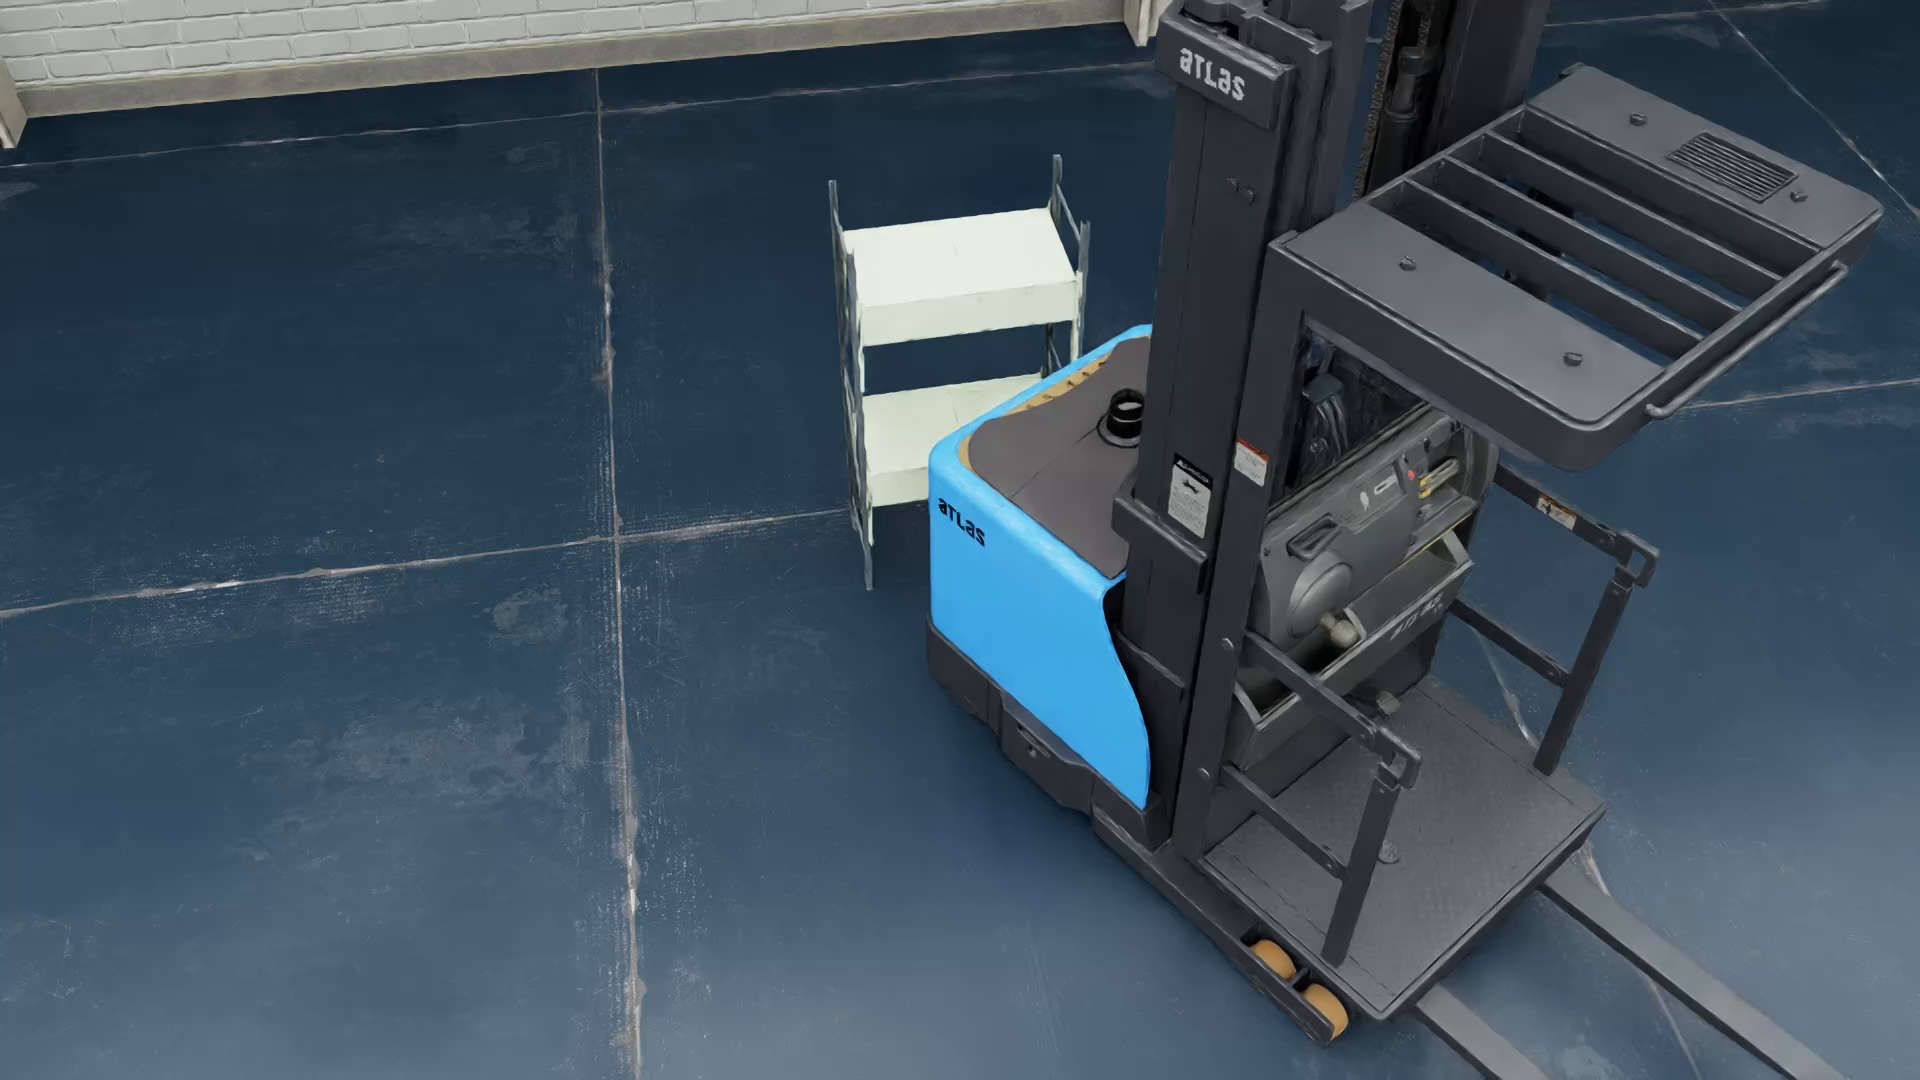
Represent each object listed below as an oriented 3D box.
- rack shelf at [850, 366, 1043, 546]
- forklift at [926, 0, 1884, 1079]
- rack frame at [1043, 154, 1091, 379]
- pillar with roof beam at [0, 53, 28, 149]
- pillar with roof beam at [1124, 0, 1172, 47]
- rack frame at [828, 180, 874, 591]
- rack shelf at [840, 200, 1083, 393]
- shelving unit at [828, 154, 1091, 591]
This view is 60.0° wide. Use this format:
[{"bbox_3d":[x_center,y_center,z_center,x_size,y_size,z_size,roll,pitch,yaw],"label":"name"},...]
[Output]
[{"bbox_3d":[-0.008,-0.304,5.954,0.720,0.370,0.431,-8,47,-8],"label":"rack shelf"},{"bbox_3d":[1.234,0.021,4.195,1.130,2.935,3.031,-32,54,-27],"label":"forklift"},{"bbox_3d":[0.351,-0.582,5.769,0.023,1.500,0.400,-8,47,-8],"label":"rack frame"},{"bbox_3d":[-4.081,-2.060,1.986,0.400,9.000,9.100,-7,46,-7],"label":"pillar with roof beam"},{"bbox_3d":[1.832,-2.796,2.695,0.400,9.000,9.100,-7,46,-7],"label":"pillar with roof beam"},{"bbox_3d":[-0.367,-0.478,5.669,0.023,1.500,0.400,-8,47,-8],"label":"rack frame"},{"bbox_3d":[-0.008,-0.801,5.438,0.720,0.370,0.431,-8,47,-8],"label":"rack shelf"},{"bbox_3d":[-0.008,-0.530,5.719,0.755,1.500,0.431,-8,47,-8],"label":"shelving unit"}]
